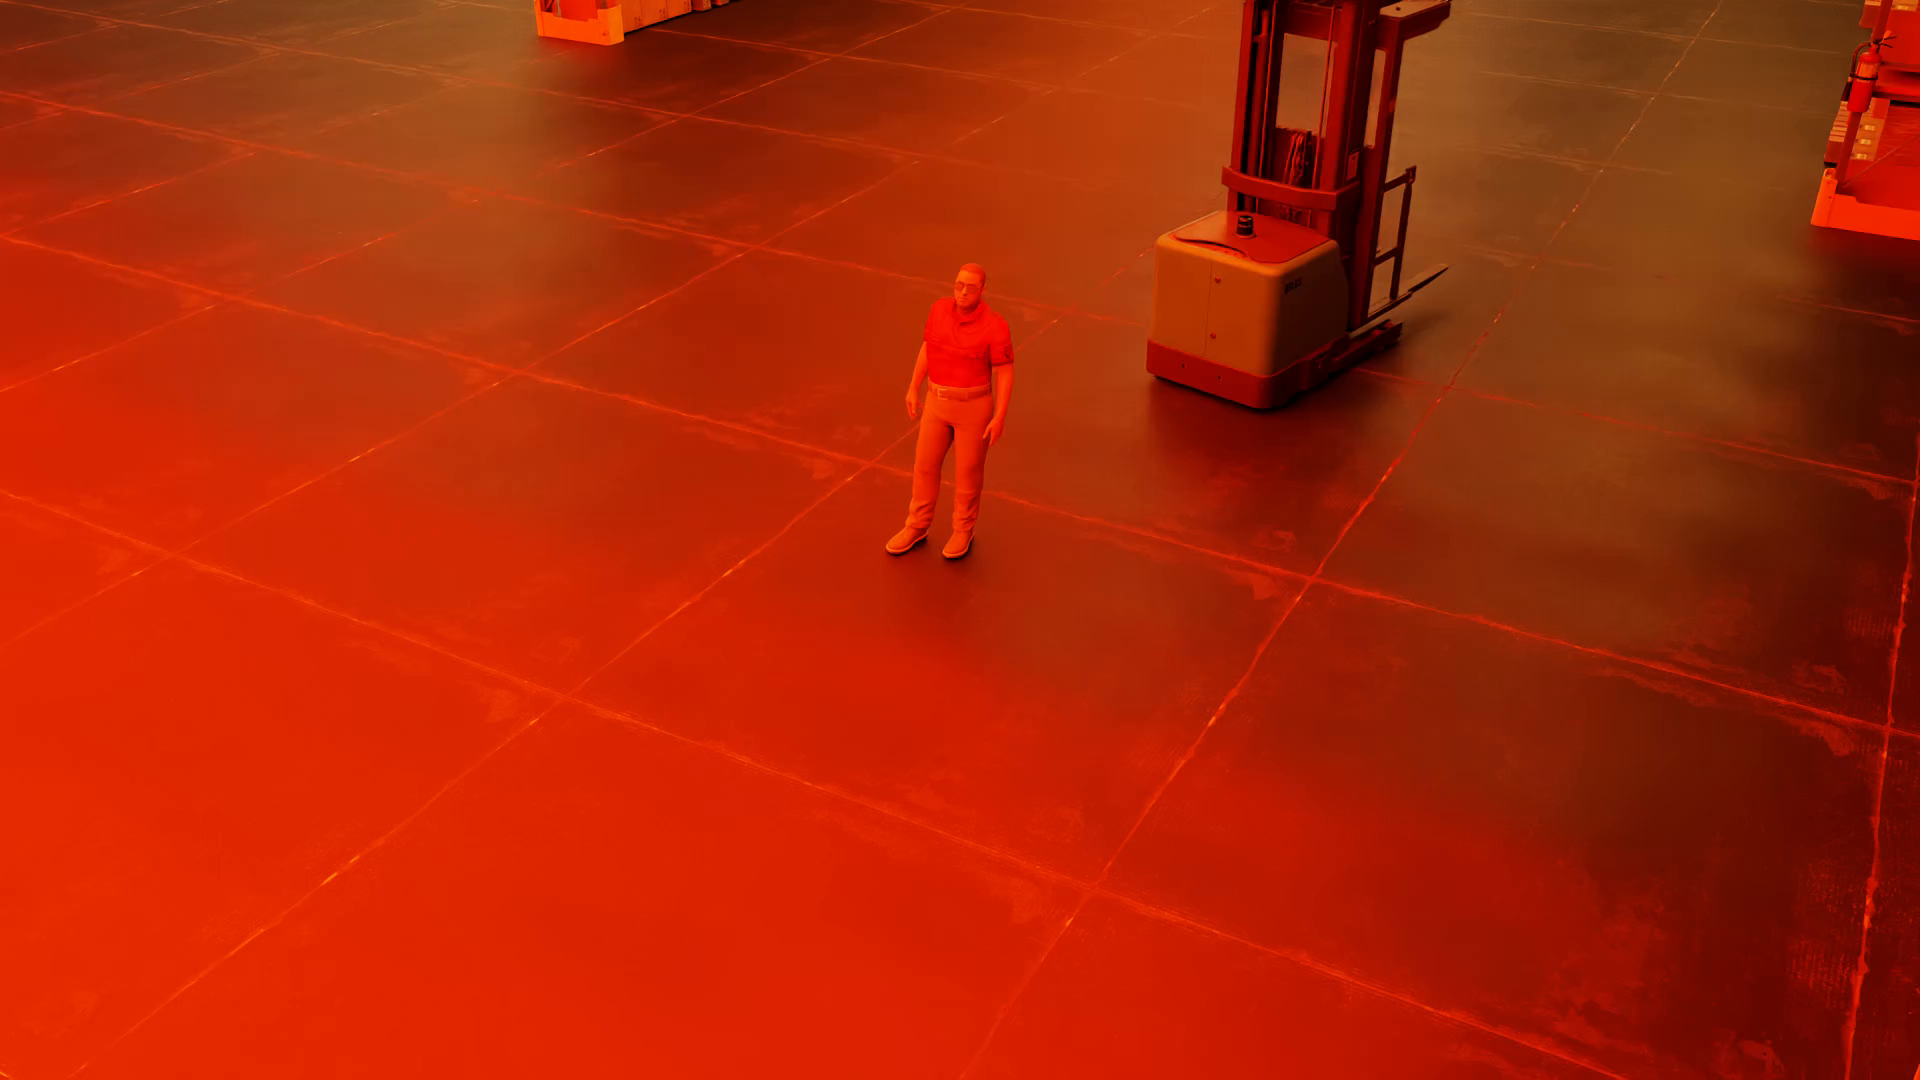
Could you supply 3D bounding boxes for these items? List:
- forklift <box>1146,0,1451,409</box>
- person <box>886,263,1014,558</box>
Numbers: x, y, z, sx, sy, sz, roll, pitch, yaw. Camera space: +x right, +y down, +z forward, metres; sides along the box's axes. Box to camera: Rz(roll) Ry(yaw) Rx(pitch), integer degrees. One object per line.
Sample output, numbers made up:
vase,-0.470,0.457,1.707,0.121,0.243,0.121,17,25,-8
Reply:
forklift,2.689,-2.828,11.971,1.130,2.935,3.031,24,37,35
person,-0.054,-0.717,9.505,0.640,1.725,0.551,15,33,25
